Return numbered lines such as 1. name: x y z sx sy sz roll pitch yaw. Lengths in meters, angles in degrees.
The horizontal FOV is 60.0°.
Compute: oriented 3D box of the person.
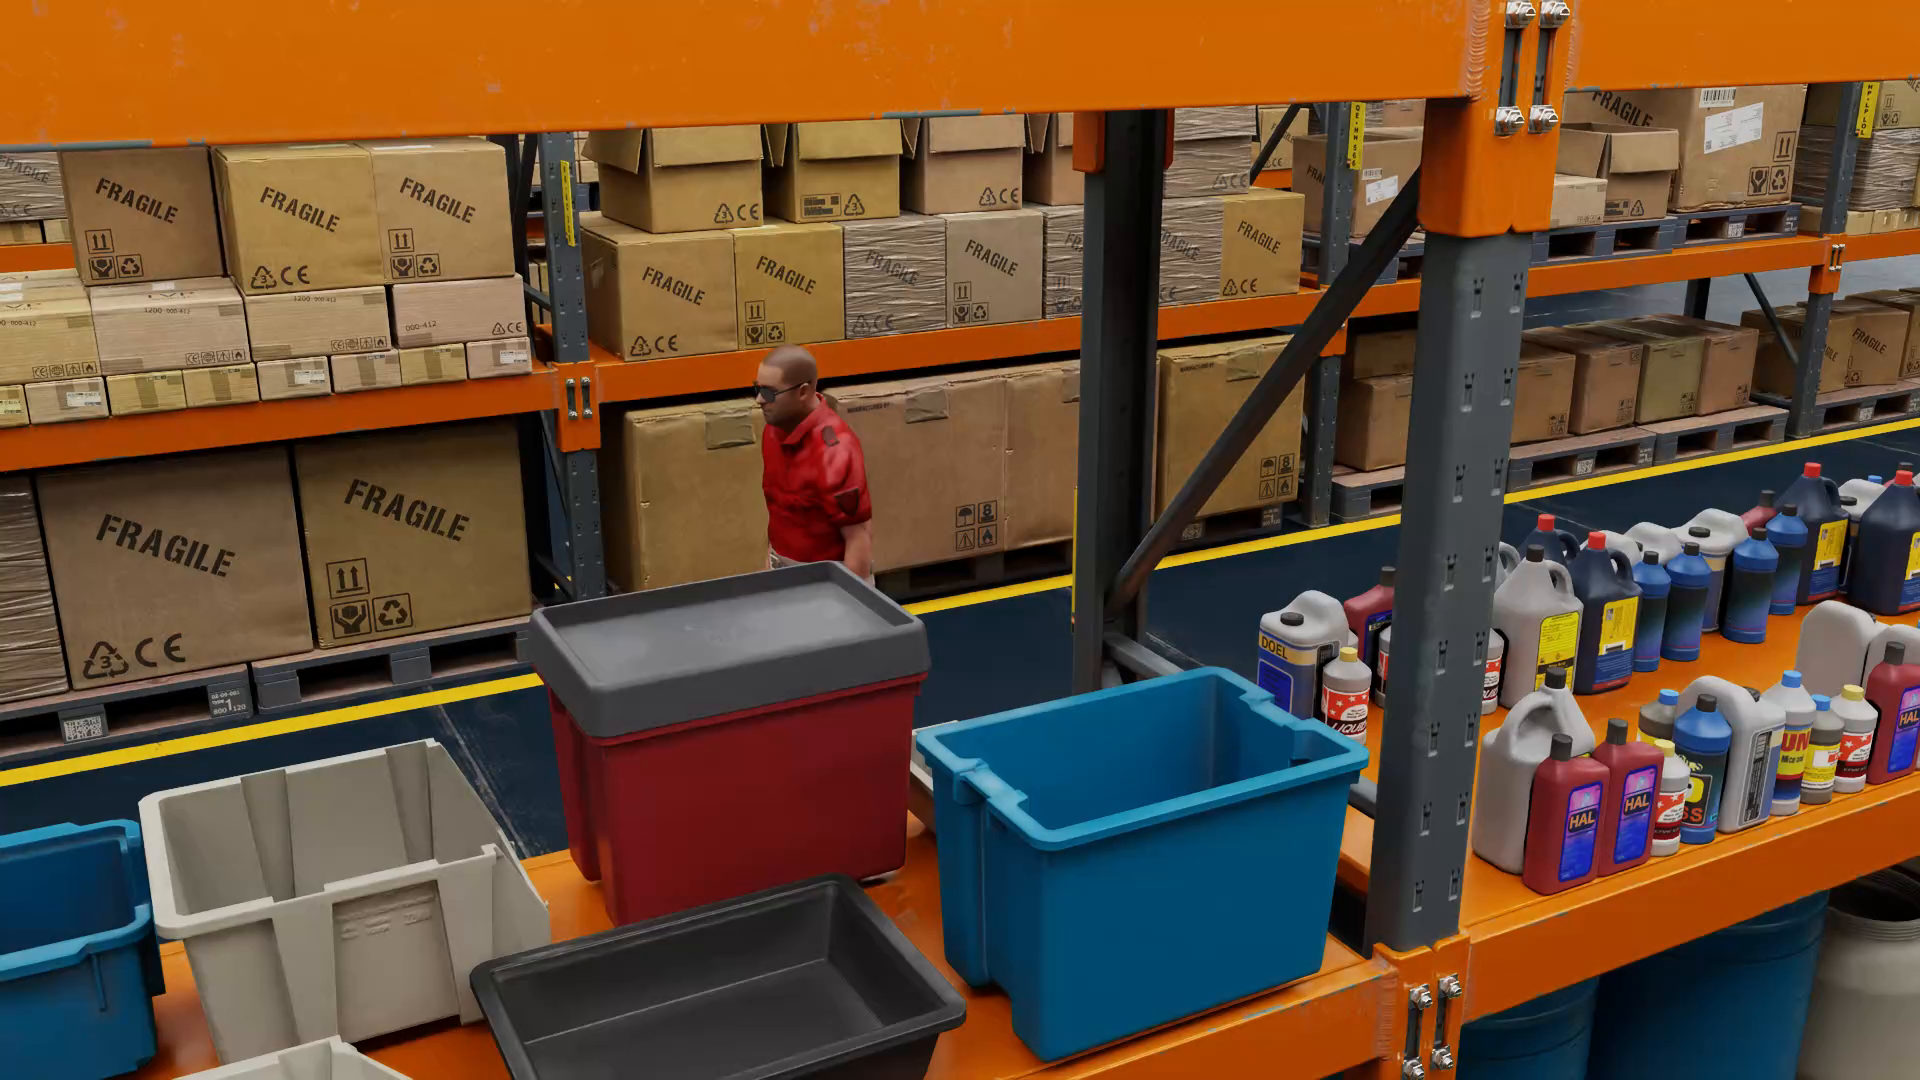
1. person: -0.499 0.194 5.496 0.393 1.725 0.591 -11 21 -29
